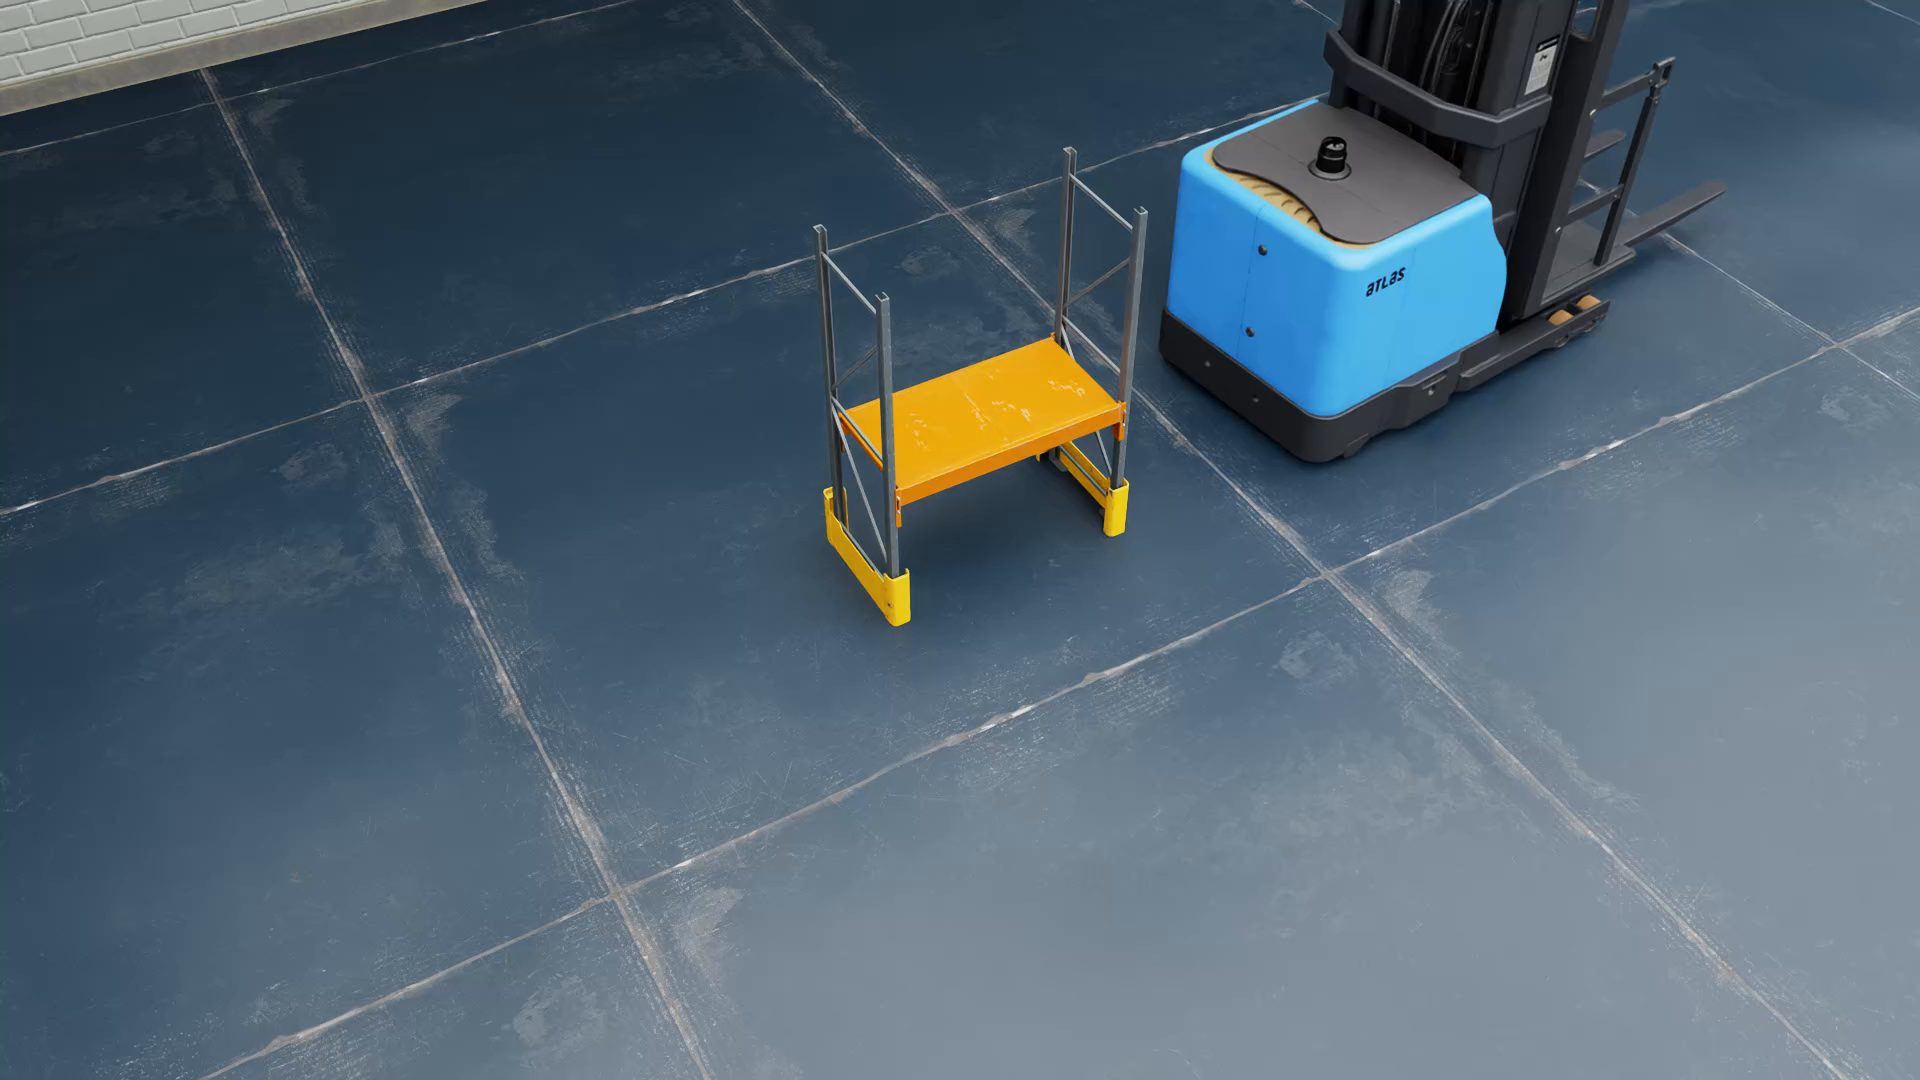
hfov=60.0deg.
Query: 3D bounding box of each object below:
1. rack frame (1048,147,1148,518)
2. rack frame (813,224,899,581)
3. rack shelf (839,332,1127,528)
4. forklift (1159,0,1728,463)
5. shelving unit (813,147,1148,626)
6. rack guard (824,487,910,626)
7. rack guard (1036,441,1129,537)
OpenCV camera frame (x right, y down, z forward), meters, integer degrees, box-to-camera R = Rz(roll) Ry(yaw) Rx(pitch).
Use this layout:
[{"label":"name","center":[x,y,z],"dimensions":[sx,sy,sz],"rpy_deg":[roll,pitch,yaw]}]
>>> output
[{"label":"rack frame","center":[0.515,-0.744,6.440],"dimensions":[0.032,1.500,0.500],"rpy_deg":[-22,48,-21]},{"label":"rack frame","center":[-0.367,-0.391,6.076],"dimensions":[0.032,1.500,0.500],"rpy_deg":[-22,48,-21]},{"label":"rack shelf","center":[0.074,-0.439,6.383],"dimensions":[1.000,0.185,0.538],"rpy_deg":[-22,48,-21]},{"label":"forklift","center":[2.390,-2.213,6.926],"dimensions":[3.031,2.935,1.130],"rpy_deg":[-27,50,-25]},{"label":"shelving unit","center":[0.066,-0.565,6.255],"dimensions":[1.083,1.500,0.587],"rpy_deg":[-22,48,-21]},{"label":"rack guard","center":[-0.366,0.057,6.512],"dimensions":[0.087,0.250,0.587],"rpy_deg":[-22,48,-21]},{"label":"rack guard","center":[0.498,-0.289,6.868],"dimensions":[0.087,0.250,0.587],"rpy_deg":[-22,48,-21]}]
